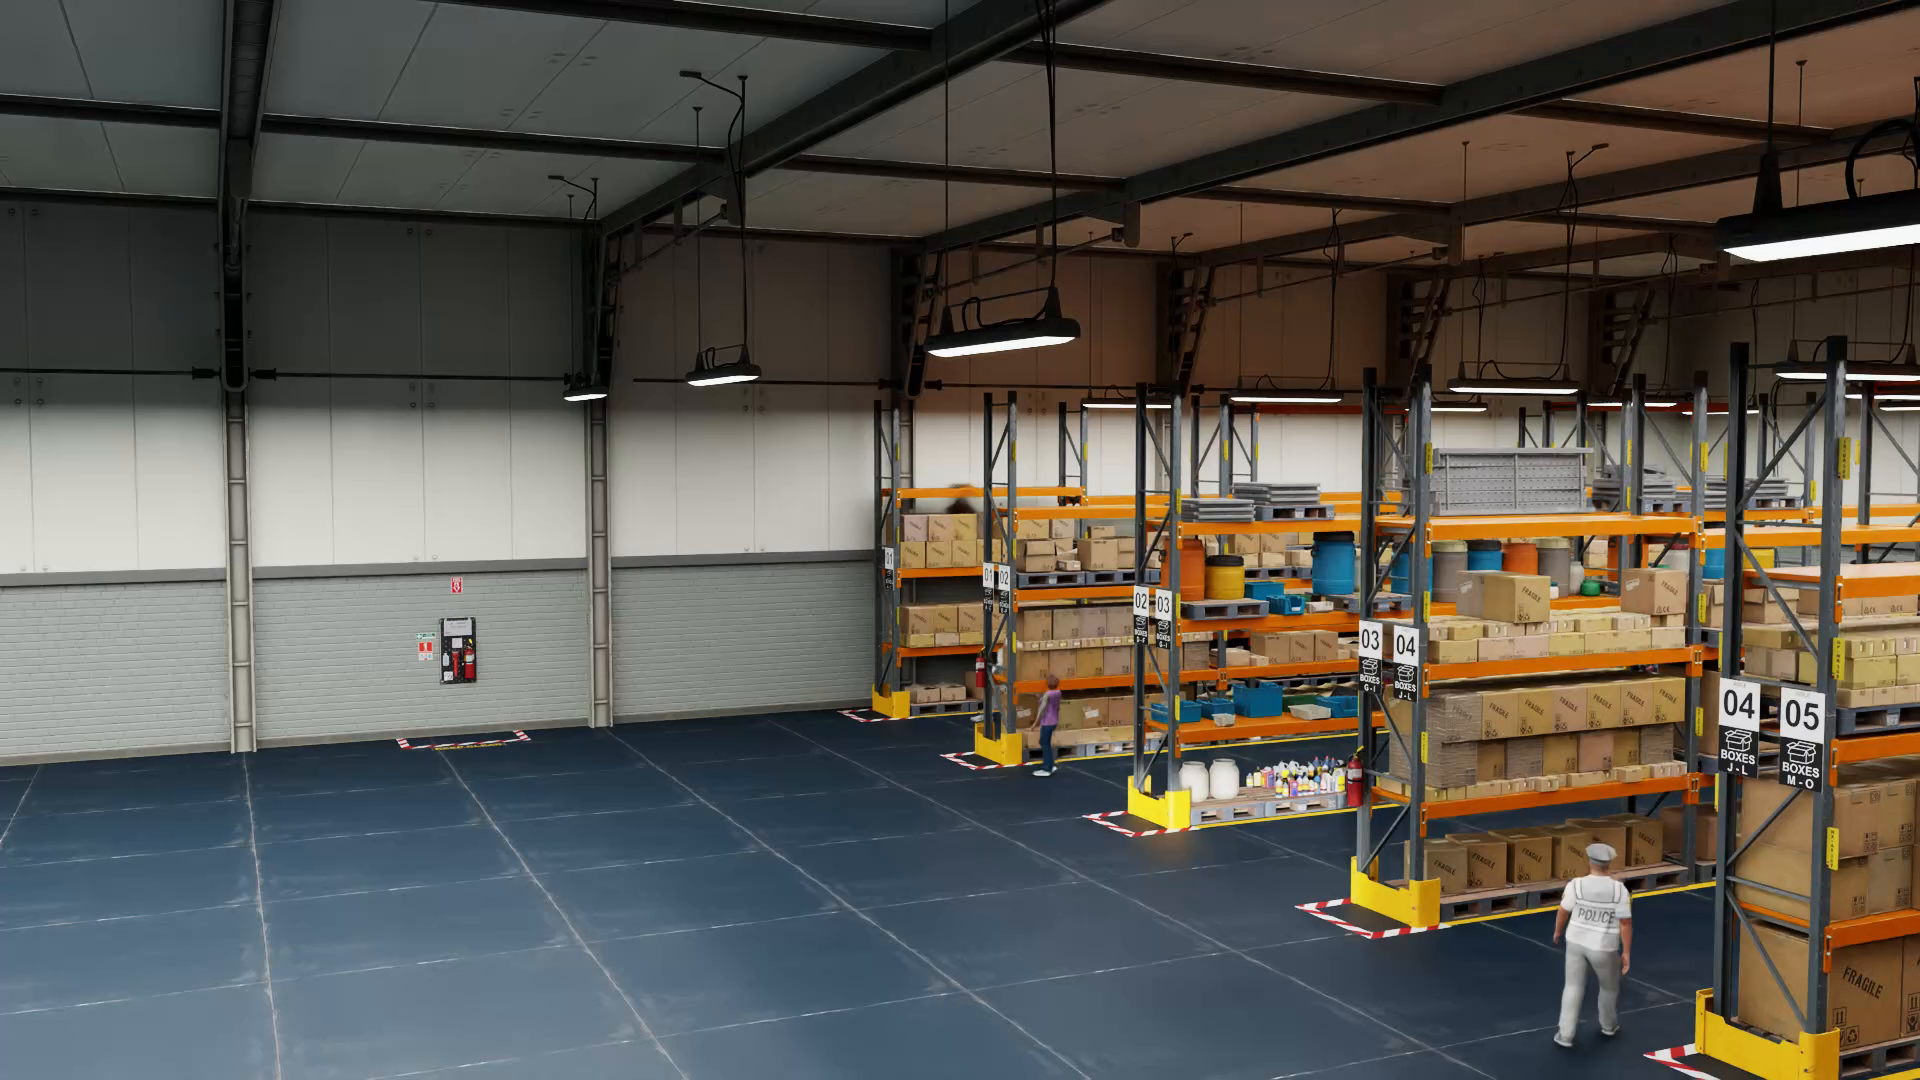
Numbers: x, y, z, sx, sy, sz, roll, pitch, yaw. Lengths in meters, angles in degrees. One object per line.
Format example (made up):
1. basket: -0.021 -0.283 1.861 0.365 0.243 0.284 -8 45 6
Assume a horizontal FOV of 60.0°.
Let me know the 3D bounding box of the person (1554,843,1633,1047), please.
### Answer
1. person: 5.454 3.443 14.310 0.705 1.716 0.941 3 4 41

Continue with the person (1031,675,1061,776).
1. person: 1.341 2.887 25.812 0.426 1.619 0.452 1 4 19

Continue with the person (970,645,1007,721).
1. person: 0.746 2.507 30.655 1.052 1.692 0.574 -1 3 -15
